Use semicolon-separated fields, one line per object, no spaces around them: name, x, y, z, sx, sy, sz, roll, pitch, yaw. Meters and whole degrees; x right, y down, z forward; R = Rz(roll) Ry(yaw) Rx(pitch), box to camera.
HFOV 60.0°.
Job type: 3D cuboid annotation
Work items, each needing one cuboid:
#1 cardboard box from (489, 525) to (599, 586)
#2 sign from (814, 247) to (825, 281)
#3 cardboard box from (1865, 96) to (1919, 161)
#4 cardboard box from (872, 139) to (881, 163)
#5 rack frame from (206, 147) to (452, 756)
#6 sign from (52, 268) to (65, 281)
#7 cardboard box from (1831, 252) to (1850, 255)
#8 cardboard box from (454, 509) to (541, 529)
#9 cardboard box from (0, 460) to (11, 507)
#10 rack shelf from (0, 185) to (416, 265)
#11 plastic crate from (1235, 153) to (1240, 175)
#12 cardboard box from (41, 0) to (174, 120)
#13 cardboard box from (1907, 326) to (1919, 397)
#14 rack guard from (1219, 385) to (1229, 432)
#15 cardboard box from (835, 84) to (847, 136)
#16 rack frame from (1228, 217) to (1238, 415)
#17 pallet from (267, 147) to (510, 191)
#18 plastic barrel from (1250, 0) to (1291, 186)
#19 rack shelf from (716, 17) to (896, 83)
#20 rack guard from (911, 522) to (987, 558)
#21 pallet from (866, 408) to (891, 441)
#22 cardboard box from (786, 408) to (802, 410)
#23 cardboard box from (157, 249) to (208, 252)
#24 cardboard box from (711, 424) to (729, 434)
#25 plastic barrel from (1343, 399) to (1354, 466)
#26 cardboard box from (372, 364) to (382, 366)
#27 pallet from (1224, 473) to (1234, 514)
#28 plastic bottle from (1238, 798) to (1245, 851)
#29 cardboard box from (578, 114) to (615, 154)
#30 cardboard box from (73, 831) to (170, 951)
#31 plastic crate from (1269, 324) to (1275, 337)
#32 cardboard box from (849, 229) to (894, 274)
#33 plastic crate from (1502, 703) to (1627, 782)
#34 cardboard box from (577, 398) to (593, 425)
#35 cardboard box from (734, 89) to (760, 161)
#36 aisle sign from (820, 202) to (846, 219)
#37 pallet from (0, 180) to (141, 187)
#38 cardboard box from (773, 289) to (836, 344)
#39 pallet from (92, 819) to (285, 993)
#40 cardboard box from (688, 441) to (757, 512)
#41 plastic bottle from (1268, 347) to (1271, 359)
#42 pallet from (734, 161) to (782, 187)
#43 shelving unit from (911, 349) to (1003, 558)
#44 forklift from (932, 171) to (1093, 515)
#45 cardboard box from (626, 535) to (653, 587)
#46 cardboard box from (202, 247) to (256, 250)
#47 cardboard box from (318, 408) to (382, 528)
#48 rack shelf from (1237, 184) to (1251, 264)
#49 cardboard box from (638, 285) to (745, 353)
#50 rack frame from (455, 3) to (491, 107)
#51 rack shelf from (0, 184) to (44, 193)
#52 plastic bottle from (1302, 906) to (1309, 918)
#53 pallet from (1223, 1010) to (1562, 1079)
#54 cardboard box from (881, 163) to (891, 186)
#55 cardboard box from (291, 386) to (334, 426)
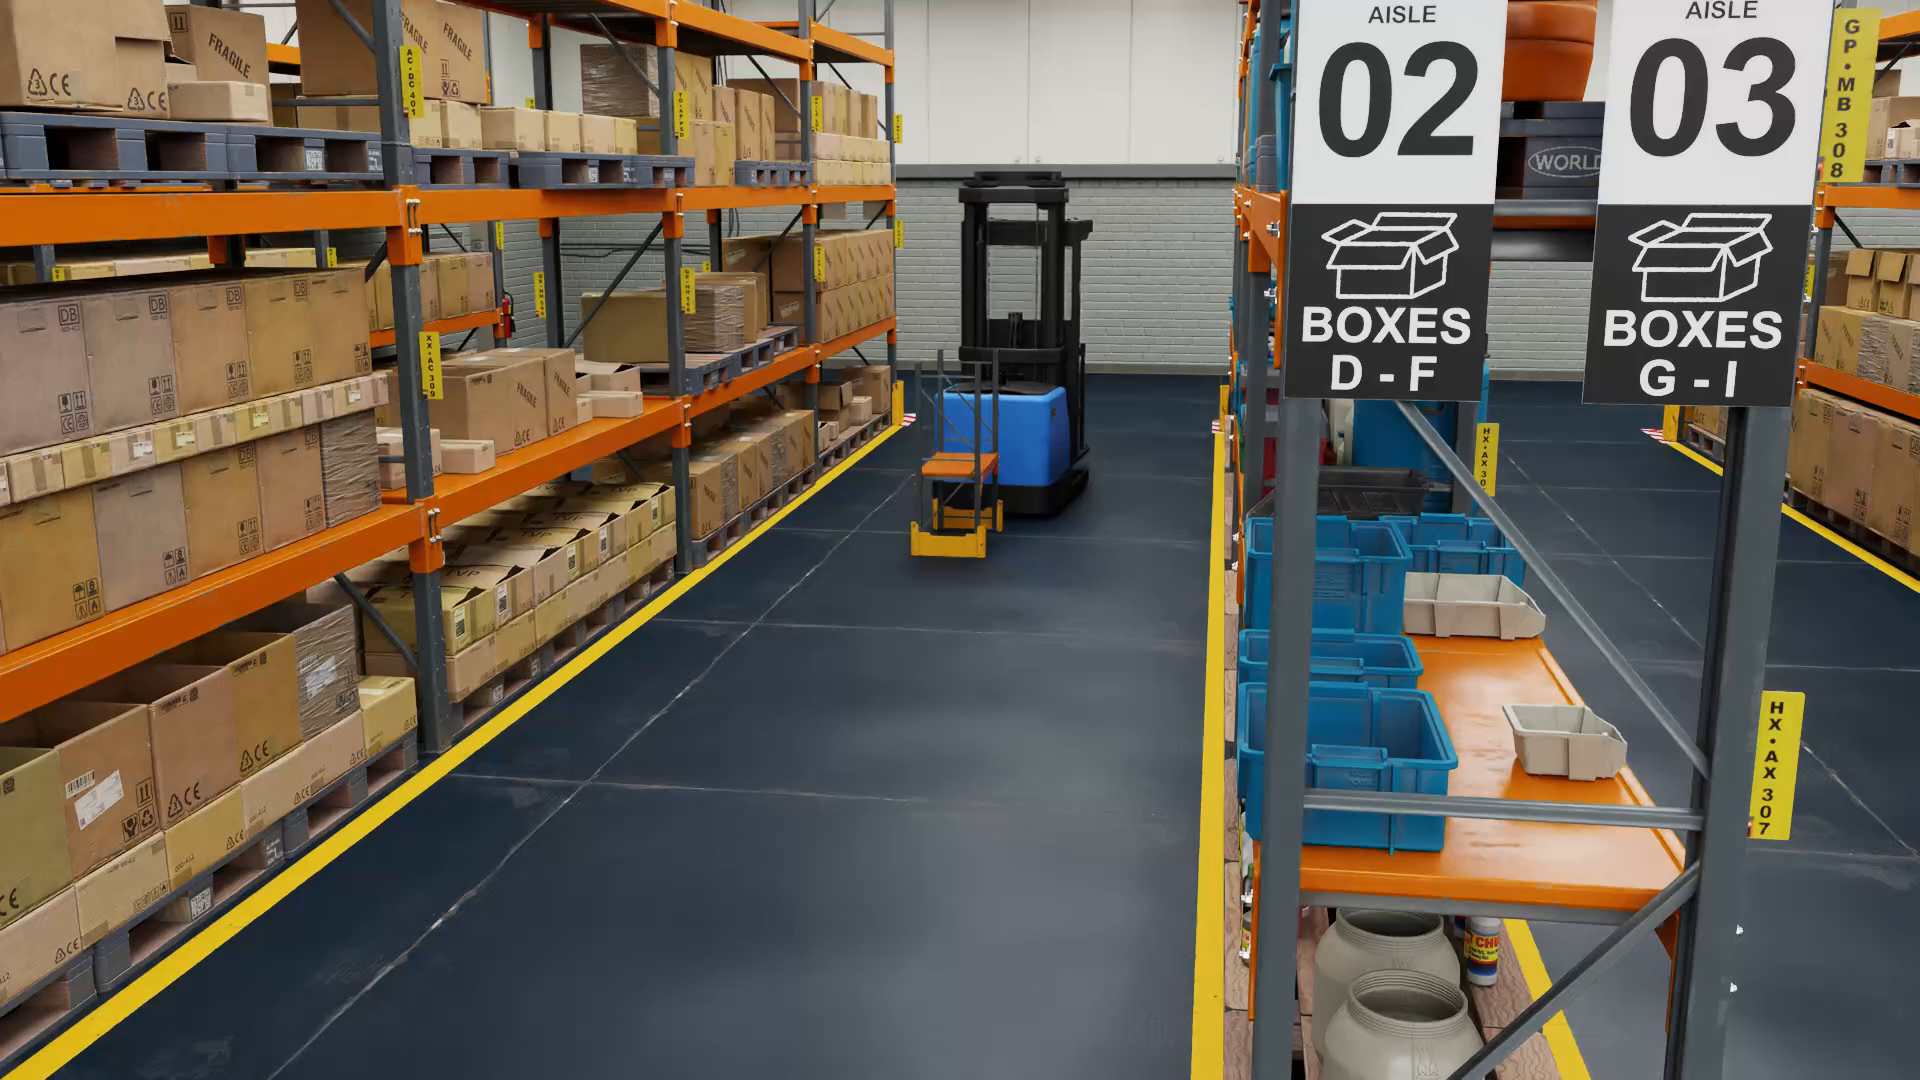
cardboard box;-2.566;0.066;10.268;0.500;0.311;0.500;2;12;10
sign;-1.331;-2.615;15.760;0.100;0.325;0.005;2;12;9
cardboard box;7.828;-3.344;13.536;0.700;0.500;0.500;2;12;10
cardboard box;-1.169;-4.317;18.455;0.500;0.250;0.500;2;12;9
rack frame;-3.111;-0.401;8.234;1.000;3.000;0.127;2;12;9
sign;-6.853;-1.905;12.653;0.100;0.325;0.005;2;12;9
cardboard box;8.317;-2.377;15.273;0.500;0.500;0.500;2;12;9
cardboard box;-3.019;-0.054;10.822;0.500;0.311;0.500;2;12;7
cardboard box;-3.334;-0.168;5.378;0.380;0.149;0.250;2;12;8
rack shelf;-3.418;-1.099;6.062;1.077;0.370;4.000;2;12;9
plastic crate;3.122;-3.865;17.333;0.504;0.338;0.767;2;12;9
cardboard box;-3.488;-1.853;6.277;0.797;0.503;0.637;3;13;15
cardboard box;7.283;-1.283;12.091;0.500;0.500;0.500;1;12;7
rack guard;3.620;-1.521;19.366;1.175;0.500;0.348;2;12;9
cardboard box;-1.555;-4.377;16.951;0.700;0.500;0.500;2;12;9
rack frame;3.629;-2.738;19.077;1.000;3.000;0.127;2;12;9
pallet;-2.988;-1.958;8.793;0.805;0.209;1.217;1;12;6
plastic barrel;1.647;-2.064;7.641;0.600;0.901;0.708;2;12;9
rack shelf;-1.573;-5.062;17.338;1.077;0.370;4.000;2;12;9
rack guard;-0.088;-0.003;12.912;0.587;0.250;0.087;2;12;9
pallet;-1.398;-1.354;19.276;1.003;0.211;1.213;2;12;9
cardboard box;-1.958;-1.251;17.516;0.500;0.311;0.500;2;12;9
cardboard box;-7.178;-2.600;15.669;0.500;0.250;0.500;2;12;9
cardboard box;-2.351;-0.752;14.750;0.500;0.500;0.500;2;12;9
plastic barrel;2.147;-0.498;8.363;0.433;0.535;0.433;0;12;0
cardboard box;-6.619;-1.872;18.458;0.380;0.149;0.250;2;12;9
pallet;2.854;-0.383;14.768;1.003;0.211;1.213;2;12;9
plastic bottle;1.154;1.100;6.673;0.061;0.283;0.133;2;12;11
cardboard box;-2.572;-2.626;10.798;0.500;0.250;0.500;2;12;10
cardboard box;-3.273;1.258;6.067;0.500;0.250;0.500;2;12;9
plastic crate;2.920;-2.042;16.358;0.437;0.125;0.590;2;12;9
cardboard box;-1.062;-3.335;19.238;0.500;0.500;0.500;2;12;8
plastic crate;1.624;0.546;4.466;0.298;0.136;0.250;2;12;9
cardboard box;-2.636;-0.844;10.884;0.380;0.149;0.250;3;12;13
cardboard box;-2.111;-3.593;14.456;0.600;0.600;0.600;2;12;8
aisle sign;-1.545;-4.194;19.662;0.394;0.787;0.004;2;12;9
pallet;-7.344;-2.903;13.173;1.213;0.211;1.003;2;12;11
cardboard box;-1.533;-2.213;16.403;0.500;0.500;0.500;2;12;10
pallet;-3.460;1.381;6.584;1.003;0.211;1.213;2;12;9
cardboard box;-1.986;-0.526;13.702;0.500;0.500;0.500;2;12;8
plastic bottle;2.456;-1.449;13.401;0.097;0.271;0.097;0;12;0
pallet;-2.206;-3.091;14.044;1.213;0.211;1.003;2;12;9
shelving unit;-0.012;-0.717;13.262;0.587;1.500;1.083;2;12;9
forklift;0.609;-1.914;15.419;1.130;2.935;3.031;3;13;13
cardboard box;-2.411;0.130;11.300;0.500;0.250;0.500;2;12;8
cardboard box;-7.104;-2.709;16.175;0.500;0.250;0.500;2;12;10
cardboard box;-3.173;-0.357;7.794;0.700;0.500;0.500;2;12;7
rack shelf;2.091;-1.771;9.178;1.077;0.370;4.000;2;12;9
cardboard box;-2.181;-1.807;13.523;0.700;0.500;0.500;4;13;19
rack frame;-6.160;-5.991;19.935;1.000;3.000;0.127;2;12;9
rack shelf;-7.698;-2.092;10.667;1.077;0.370;4.000;2;12;9
plastic bottle;1.231;1.269;6.083;0.097;0.201;0.097;0;12;0
pallet;1.264;1.770;4.781;1.003;0.211;1.213;2;12;9
cardboard box;-1.084;-4.177;18.989;0.500;0.250;0.500;2;12;9
cardboard box;-3.018;-0.598;7.369;0.380;0.149;0.250;2;12;7
